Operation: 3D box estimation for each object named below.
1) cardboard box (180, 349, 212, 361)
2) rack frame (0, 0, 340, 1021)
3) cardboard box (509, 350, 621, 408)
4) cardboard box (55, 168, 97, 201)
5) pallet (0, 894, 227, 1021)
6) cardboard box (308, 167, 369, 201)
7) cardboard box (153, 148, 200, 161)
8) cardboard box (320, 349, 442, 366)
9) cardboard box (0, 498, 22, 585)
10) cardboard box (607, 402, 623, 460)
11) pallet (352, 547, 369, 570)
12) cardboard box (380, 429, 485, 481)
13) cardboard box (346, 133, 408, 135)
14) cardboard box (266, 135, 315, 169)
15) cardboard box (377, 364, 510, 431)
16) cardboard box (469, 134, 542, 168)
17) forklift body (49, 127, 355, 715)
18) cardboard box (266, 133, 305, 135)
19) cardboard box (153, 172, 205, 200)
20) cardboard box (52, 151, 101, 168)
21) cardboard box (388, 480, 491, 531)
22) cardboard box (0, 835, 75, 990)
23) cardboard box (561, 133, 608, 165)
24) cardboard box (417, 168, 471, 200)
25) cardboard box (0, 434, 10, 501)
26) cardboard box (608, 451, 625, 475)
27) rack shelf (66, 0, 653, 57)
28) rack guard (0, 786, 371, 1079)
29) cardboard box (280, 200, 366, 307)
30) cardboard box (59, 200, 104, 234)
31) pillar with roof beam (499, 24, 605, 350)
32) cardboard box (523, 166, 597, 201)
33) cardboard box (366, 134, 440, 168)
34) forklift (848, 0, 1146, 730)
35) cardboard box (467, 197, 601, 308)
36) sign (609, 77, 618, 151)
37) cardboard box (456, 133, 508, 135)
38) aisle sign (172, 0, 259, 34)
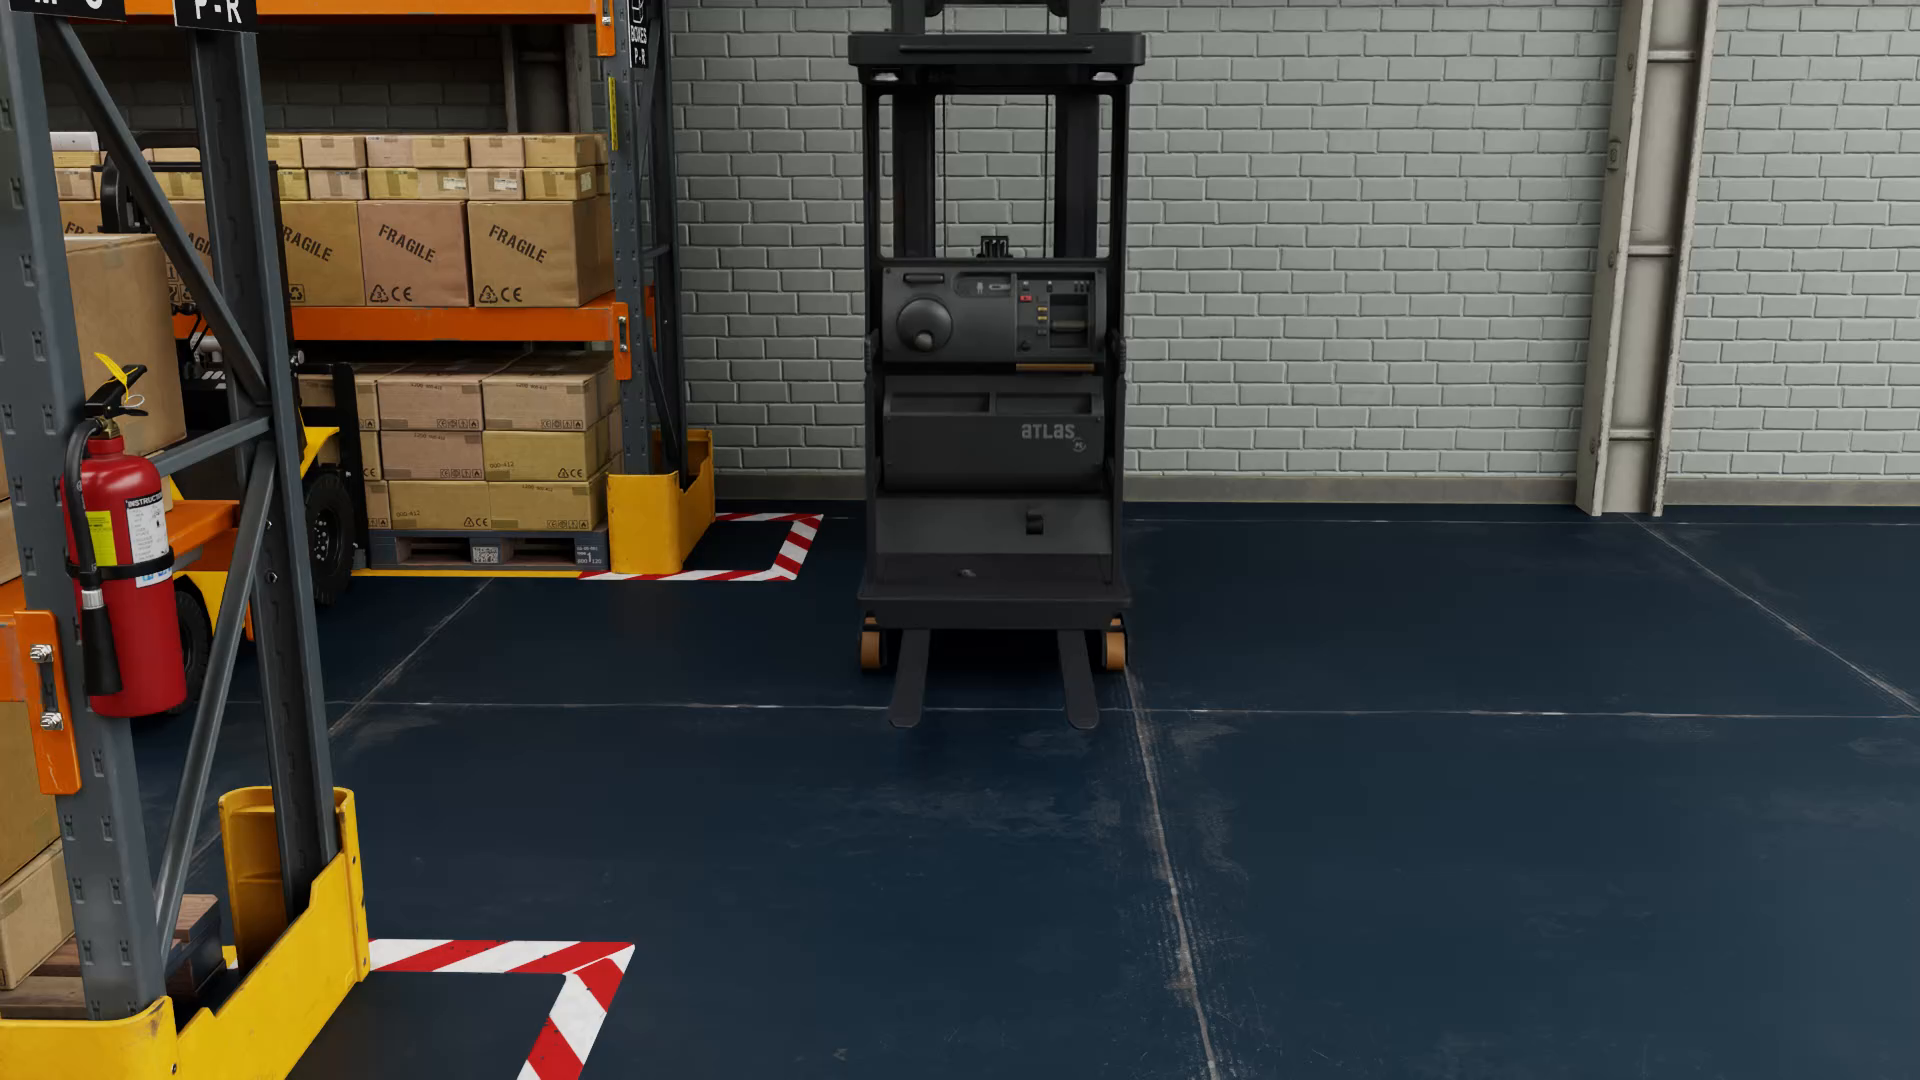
[{"bbox_3d":[-4.061,-0.852,8.798,0.500,0.250,0.500,0,15,2],"label":"cardboard box"},{"bbox_3d":[-1.694,-0.164,3.580,0.127,3.000,1.000,0,15,1],"label":"rack frame"},{"bbox_3d":[-2.047,-0.838,8.742,0.500,0.250,0.500,0,15,1],"label":"cardboard box"},{"bbox_3d":[-4.231,-1.730,8.049,0.250,0.149,0.380,0,15,1],"label":"cardboard box"},{"bbox_3d":[-2.581,1.170,3.992,1.213,0.211,1.003,0,15,1],"label":"pallet"},{"bbox_3d":[-2.955,-1.728,8.041,0.250,0.149,0.380,0,15,0],"label":"cardboard box"},{"bbox_3d":[-3.719,-1.898,8.104,0.250,0.149,0.380,0,15,2],"label":"cardboard box"},{"bbox_3d":[-3.046,-0.846,8.774,0.500,0.250,0.500,0,15,1],"label":"cardboard box"},{"bbox_3d":[-2.073,0.010,3.414,0.250,0.149,0.380,1,15,3],"label":"cardboard box"},{"bbox_3d":[-2.036,-0.601,8.824,0.500,0.250,0.500,1,15,2],"label":"cardboard box"},{"bbox_3d":[-3.553,-0.084,8.745,1.213,0.211,1.003,0,15,1],"label":"pallet"},{"bbox_3d":[-2.567,-0.474,8.344,0.500,0.250,0.500,0,15,1],"label":"cardboard box"},{"bbox_3d":[-2.937,-2.001,8.494,0.250,0.149,0.380,1,15,3],"label":"cardboard box"},{"bbox_3d":[-3.213,-1.867,7.984,0.250,0.149,0.380,1,15,3],"label":"cardboard box"},{"bbox_3d":[-2.550,-0.712,8.264,0.500,0.250,0.500,1,15,2],"label":"cardboard box"},{"bbox_3d":[-2.182,-1.877,8.026,0.250,0.149,0.380,0,15,2],"label":"cardboard box"},{"bbox_3d":[-3.513,-0.566,6.770,1.214,2.155,2.313,0,15,1],"label":"forklift body"},{"bbox_3d":[-3.447,-2.009,8.525,0.250,0.149,0.380,0,15,2],"label":"cardboard box"},{"bbox_3d":[-3.713,-1.733,8.062,0.250,0.149,0.380,0,15,0],"label":"cardboard box"},{"bbox_3d":[-4.225,-1.883,8.046,0.250,0.149,0.380,0,15,1],"label":"cardboard box"},{"bbox_3d":[-2.546,-0.231,8.403,0.500,0.250,0.500,0,15,1],"label":"cardboard box"},{"bbox_3d":[-2.493,0.887,4.164,0.500,0.250,0.500,0,15,1],"label":"cardboard box"},{"bbox_3d":[-1.901,-1.992,8.459,0.250,0.149,0.380,0,15,0],"label":"cardboard box"},{"bbox_3d":[-2.439,-1.734,8.063,0.250,0.149,0.380,1,15,2],"label":"cardboard box"},{"bbox_3d":[-2.244,-0.289,3.276,0.500,0.500,0.500,0,15,0],"label":"cardboard box"},{"bbox_3d":[-2.057,-0.356,8.876,0.500,0.250,0.500,0,15,2],"label":"cardboard box"},{"bbox_3d":[-3.570,-2.545,8.136,4.000,0.370,1.077,0,15,1],"label":"rack shelf"},{"bbox_3d":[-1.770,1.045,3.901,0.348,0.500,1.175,0,15,1],"label":"rack guard"},{"bbox_3d":[-3.100,-1.423,8.158,0.500,0.500,0.500,0,15,0],"label":"cardboard box"},{"bbox_3d":[-4.105,-1.432,8.192,0.500,0.500,0.500,0,15,1],"label":"cardboard box"},{"bbox_3d":[-2.354,-3.467,4.340,0.400,9.000,9.100,0,15,1],"label":"pillar with roof beam"},{"bbox_3d":[-1.925,-1.722,8.020,0.250,0.149,0.380,1,15,2],"label":"cardboard box"},{"bbox_3d":[-2.691,-1.893,8.084,0.250,0.149,0.380,0,15,2],"label":"cardboard box"},{"bbox_3d":[0.141,-0.959,6.728,1.130,2.935,3.031,0,15,1],"label":"forklift"},{"bbox_3d":[-2.070,-1.414,8.123,0.500,0.500,0.500,0,15,0],"label":"cardboard box"},{"bbox_3d":[-1.599,-1.965,7.676,0.005,0.325,0.100,0,15,1],"label":"sign"},{"bbox_3d":[-2.426,-2.000,8.491,0.250,0.149,0.380,1,15,2],"label":"cardboard box"},{"bbox_3d":[-1.624,-1.499,3.546,0.004,0.787,0.394,0,15,1],"label":"aisle sign"}]
